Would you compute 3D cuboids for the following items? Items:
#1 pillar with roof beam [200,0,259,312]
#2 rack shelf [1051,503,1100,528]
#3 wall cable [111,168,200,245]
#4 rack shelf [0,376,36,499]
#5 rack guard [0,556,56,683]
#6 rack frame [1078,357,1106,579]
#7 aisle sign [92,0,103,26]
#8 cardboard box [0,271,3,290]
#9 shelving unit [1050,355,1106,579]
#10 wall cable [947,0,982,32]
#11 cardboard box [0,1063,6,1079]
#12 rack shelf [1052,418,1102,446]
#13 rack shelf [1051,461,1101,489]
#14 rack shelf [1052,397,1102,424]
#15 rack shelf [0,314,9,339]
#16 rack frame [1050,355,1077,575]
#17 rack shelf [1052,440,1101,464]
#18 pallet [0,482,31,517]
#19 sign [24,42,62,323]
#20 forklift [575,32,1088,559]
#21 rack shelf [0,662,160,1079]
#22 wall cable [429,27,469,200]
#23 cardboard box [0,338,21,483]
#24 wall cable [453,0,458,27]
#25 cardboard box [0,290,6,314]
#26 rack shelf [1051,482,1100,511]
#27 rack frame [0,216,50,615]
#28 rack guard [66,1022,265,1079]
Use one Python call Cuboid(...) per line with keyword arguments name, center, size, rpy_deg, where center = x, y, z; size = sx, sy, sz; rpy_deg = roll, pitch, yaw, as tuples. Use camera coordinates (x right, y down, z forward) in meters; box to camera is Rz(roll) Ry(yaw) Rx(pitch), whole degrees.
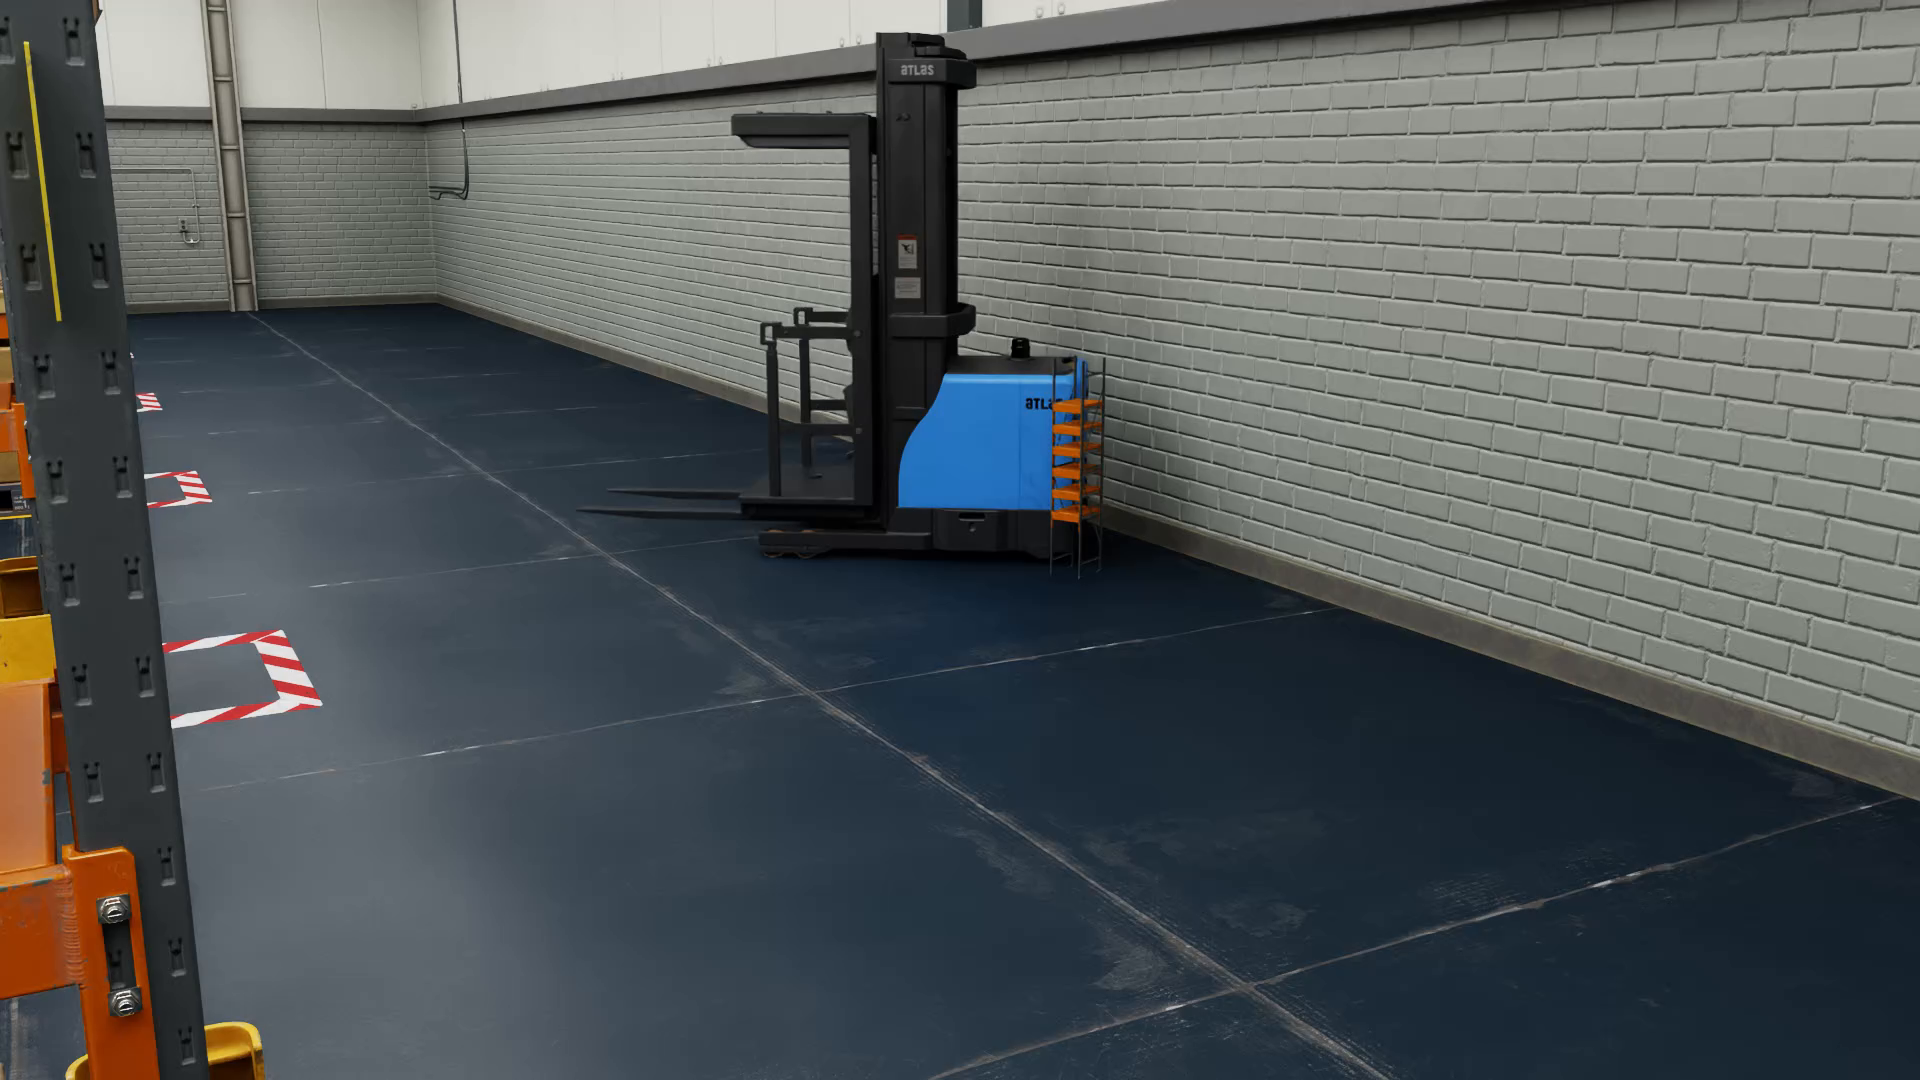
Cuboid(name="pillar with roof beam", center=(-9.207, -7.177, 21.504), size=(0.400, 9.000, 9.100), rpy_deg=(-7, 14, -28))
Cuboid(name="rack shelf", center=(0.649, -0.125, 9.229), size=(0.180, 0.103, 0.258), rpy_deg=(9, 15, 35))
Cuboid(name="wall cable", center=(-12.555, -5.442, 25.143), size=(1.851, 1.984, 0.084), rpy_deg=(-7, 14, -28))
Cuboid(name="rack shelf", center=(-5.573, -0.237, 5.971), size=(4.000, 0.370, 1.077), rpy_deg=(-7, 14, -28))
Cuboid(name="rack guard", center=(-3.884, 0.429, 7.066), size=(0.348, 0.500, 1.175), rpy_deg=(-7, 14, -28))
Cuboid(name="rack frame", center=(0.723, -0.391, 9.115), size=(0.006, 1.200, 0.240), rpy_deg=(9, 15, 35))
Cuboid(name="aisle sign", center=(-1.145, -1.072, 2.118), size=(0.004, 0.787, 0.394), rpy_deg=(-7, 14, -28))
Cuboid(name="cardboard box", center=(-6.404, -1.735, 10.652), size=(0.500, 0.250, 0.500), rpy_deg=(-7, 15, -29))
Cuboid(name="shelving unit", center=(0.649, -0.403, 9.167), size=(0.189, 1.200, 0.258), rpy_deg=(9, 15, 35))
Cuboid(name="wall cable", center=(0.509, -6.192, 9.801), size=(0.120, 5.999, 2.277), rpy_deg=(-7, 14, -28))
Cuboid(name="cardboard box", center=(-1.888, 1.278, 2.476), size=(0.875, 0.438, 0.875), rpy_deg=(-7, 15, -30))
Cuboid(name="rack shelf", center=(0.649, -0.594, 9.124), size=(0.180, 0.103, 0.258), rpy_deg=(9, 15, 35))
Cuboid(name="rack shelf", center=(0.649, -0.360, 9.176), size=(0.180, 0.103, 0.258), rpy_deg=(9, 15, 35))
Cuboid(name="rack shelf", center=(0.649, -0.711, 9.097), size=(0.180, 0.103, 0.258), rpy_deg=(9, 15, 35))
Cuboid(name="rack shelf", center=(-7.861, -1.204, 10.266), size=(4.000, 0.370, 1.077), rpy_deg=(-7, 14, -28))
Cuboid(name="rack frame", center=(0.574, -0.415, 9.218), size=(0.006, 1.200, 0.240), rpy_deg=(9, 15, 35))
Cuboid(name="rack shelf", center=(0.649, -0.477, 9.150), size=(0.180, 0.103, 0.258), rpy_deg=(9, 15, 35))
Cuboid(name="pallet", center=(-6.770, -0.306, 10.987), size=(1.213, 0.211, 1.003), rpy_deg=(-7, 14, -28))
Cuboid(name="sign", center=(-1.109, -0.430, 2.011), size=(0.005, 0.325, 0.100), rpy_deg=(-7, 14, -28))
Cuboid(name="forklift", center=(-0.755, -1.435, 9.812), size=(3.031, 2.935, 1.130), rpy_deg=(1, 13, 5))
Cuboid(name="rack shelf", center=(-3.113, 0.706, 1.780), size=(4.000, 0.370, 1.077), rpy_deg=(-7, 14, -28))
Cuboid(name="wall cable", center=(-8.090, -6.567, 25.867), size=(0.112, 2.526, 3.097), rpy_deg=(-7, 14, -28))
Cuboid(name="cardboard box", center=(-6.629, -0.851, 10.941), size=(0.875, 0.875, 0.875), rpy_deg=(-7, 14, -28))
Cuboid(name="wall cable", center=(-6.794, -8.510, 22.995), size=(0.112, 2.526, 3.097), rpy_deg=(-7, 14, -28))
Cuboid(name="cardboard box", center=(-6.260, -1.542, 10.701), size=(0.250, 0.149, 0.380), rpy_deg=(-7, 14, -27))
Cuboid(name="rack shelf", center=(0.649, -0.242, 9.203), size=(0.180, 0.103, 0.258), rpy_deg=(9, 15, 35))
Cuboid(name="rack frame", center=(-3.818, -0.799, 6.827), size=(0.127, 3.000, 1.000), rpy_deg=(-7, 14, -28))
Cuboid(name="rack guard", center=(-1.336, 1.361, 2.921), size=(0.348, 0.500, 1.175), rpy_deg=(-7, 14, -28))
